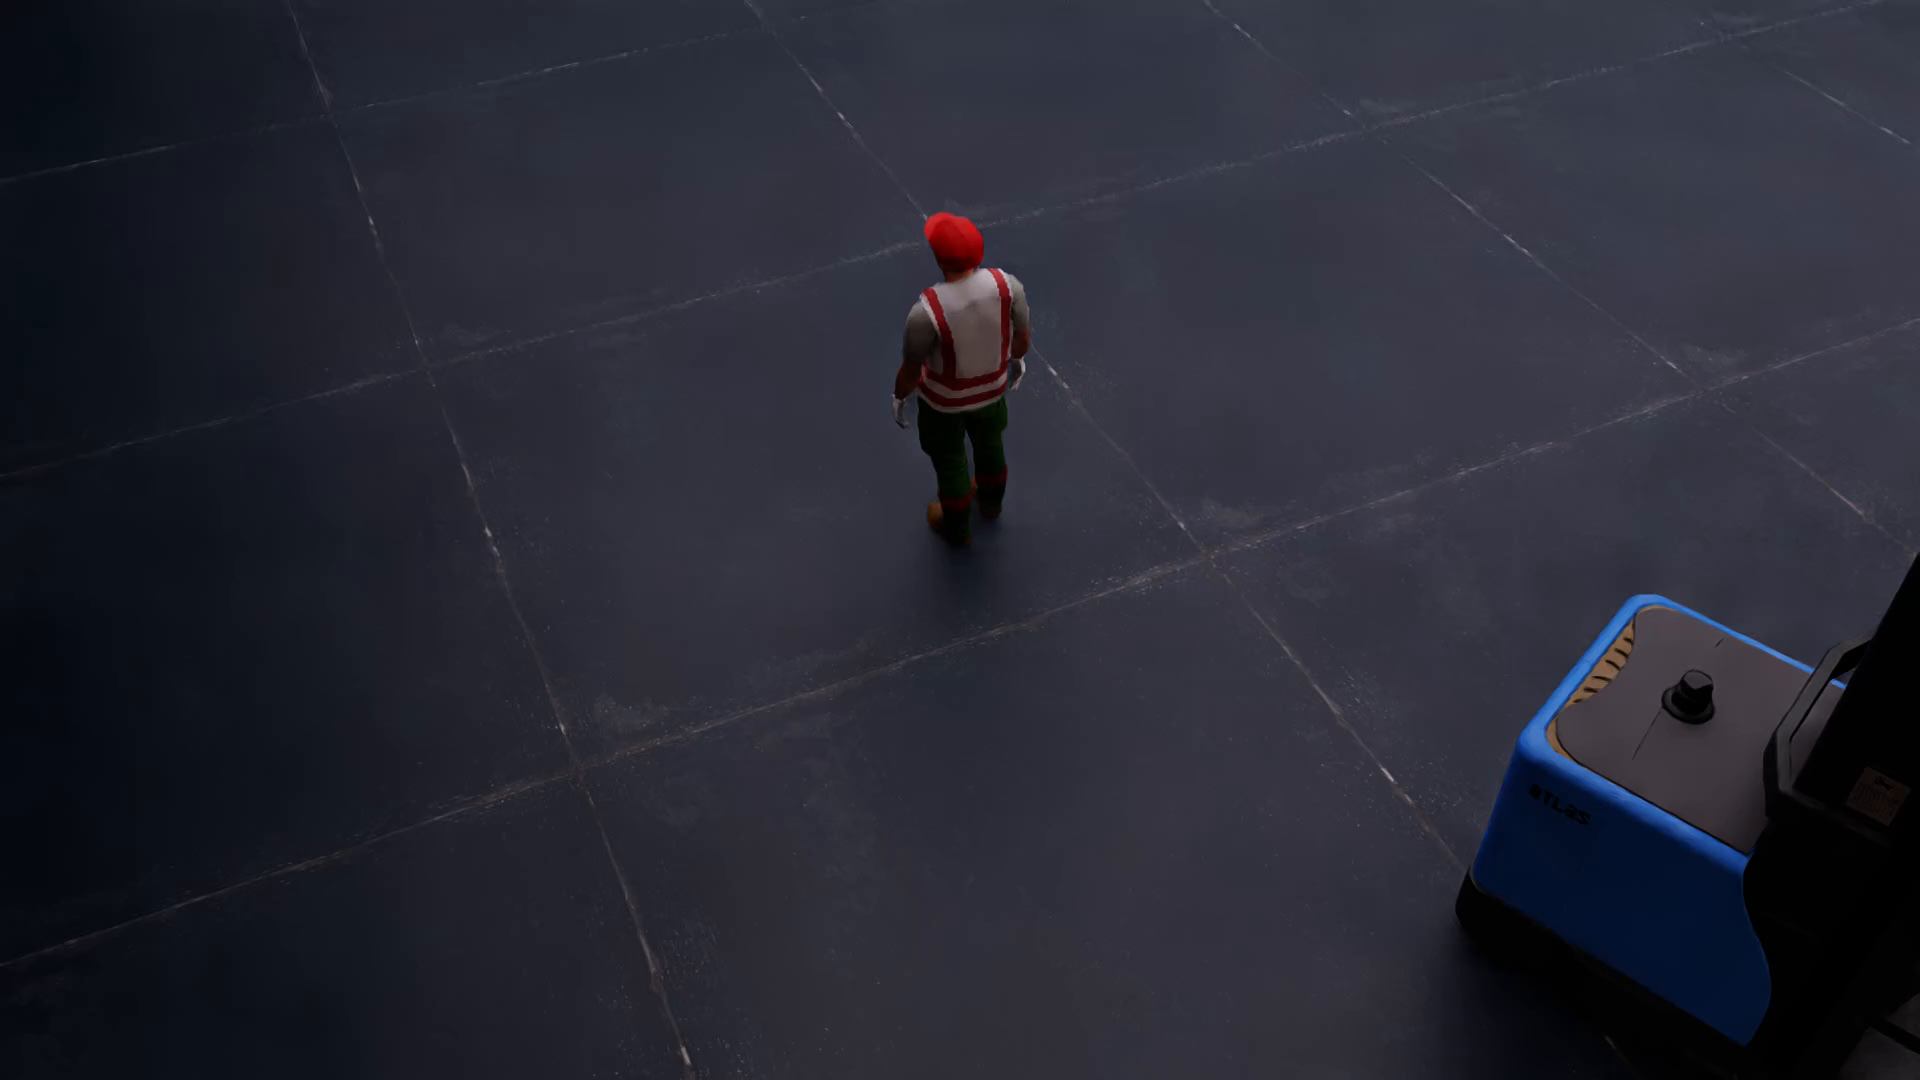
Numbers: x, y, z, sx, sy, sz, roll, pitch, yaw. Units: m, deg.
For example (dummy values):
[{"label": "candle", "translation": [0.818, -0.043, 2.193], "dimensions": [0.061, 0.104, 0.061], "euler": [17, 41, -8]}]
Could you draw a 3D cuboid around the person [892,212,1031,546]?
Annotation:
[{"label": "person", "translation": [-0.024, -0.712, 7.270], "dimensions": [0.637, 1.787, 0.563], "euler": [-18, 46, -18]}]

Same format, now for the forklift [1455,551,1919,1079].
[{"label": "forklift", "translation": [3.302, 0.789, 4.834], "dimensions": [3.031, 2.935, 1.130], "euler": [30, 51, 28]}]
